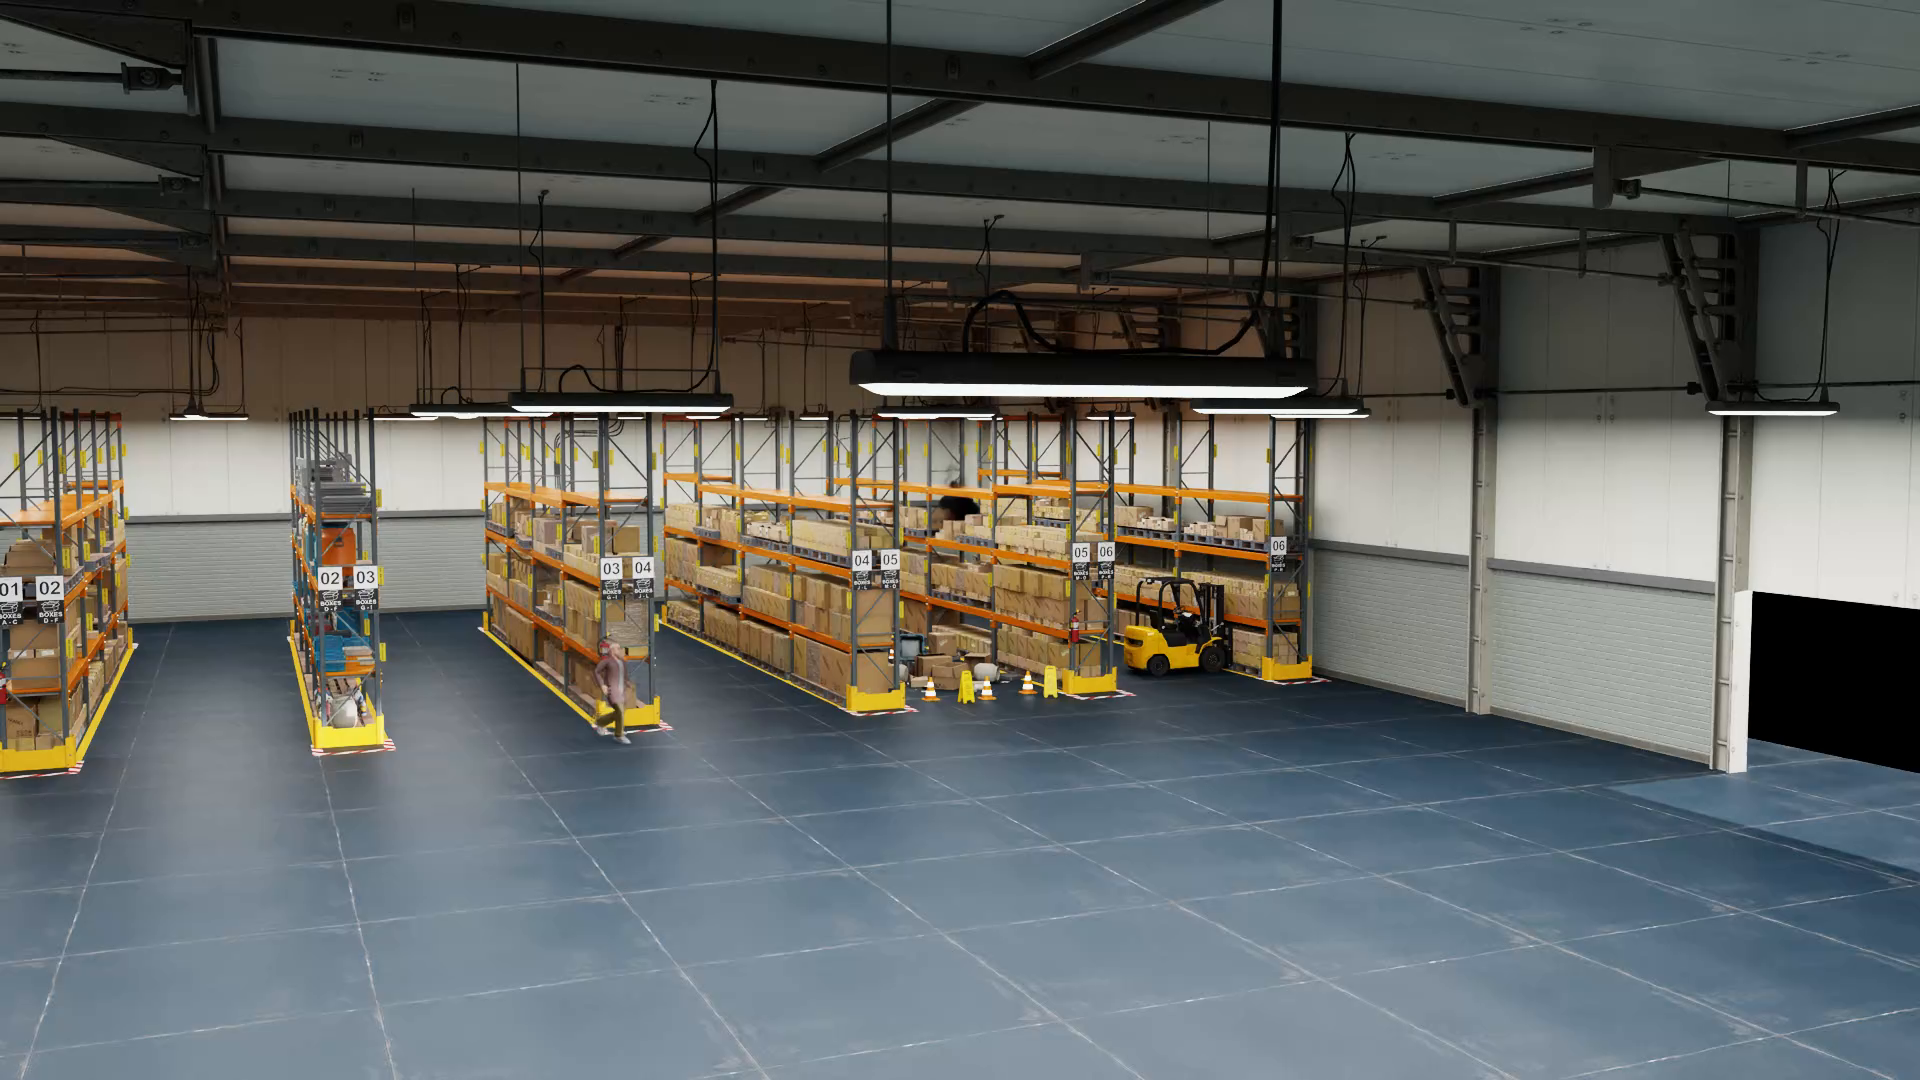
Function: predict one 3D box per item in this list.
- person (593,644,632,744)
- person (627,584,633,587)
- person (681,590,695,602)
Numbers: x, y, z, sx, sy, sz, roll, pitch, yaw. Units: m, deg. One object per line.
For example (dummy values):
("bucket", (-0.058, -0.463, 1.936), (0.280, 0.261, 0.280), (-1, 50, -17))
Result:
("person", (-6.232, 2.756, 30.036), (0.854, 1.765, 0.740), (2, 5, 28))
("person", (-9.596, 1.570, 47.749), (0.617, 1.601, 0.599), (2, 4, 22))
("person", (-8.019, 1.440, 49.558), (0.507, 1.668, 0.964), (1, 4, 10))
